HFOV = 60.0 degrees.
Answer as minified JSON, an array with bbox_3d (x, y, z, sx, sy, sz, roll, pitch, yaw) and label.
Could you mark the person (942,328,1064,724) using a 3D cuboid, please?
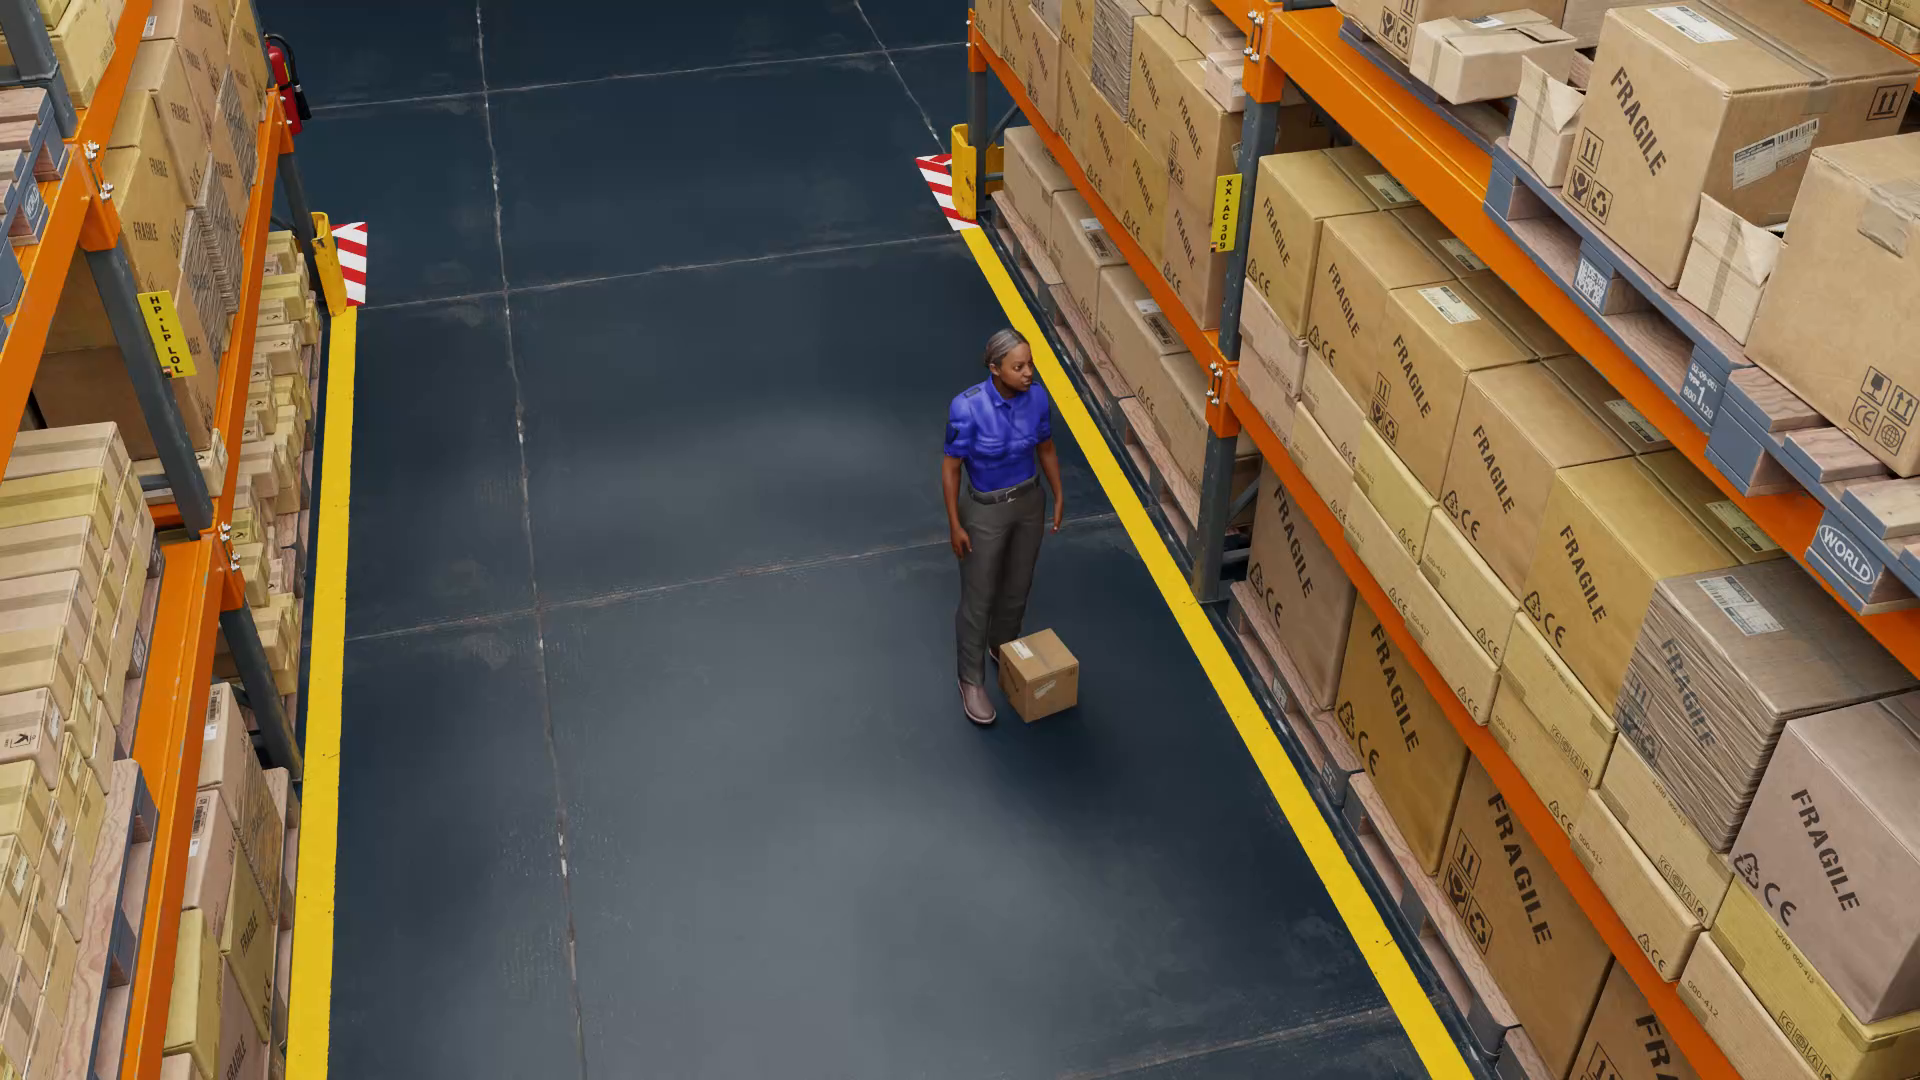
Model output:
[{"bbox_3d":[0.203,-0.066,6.788,0.569,1.654,0.504,-19,42,-22],"label":"person"}]
